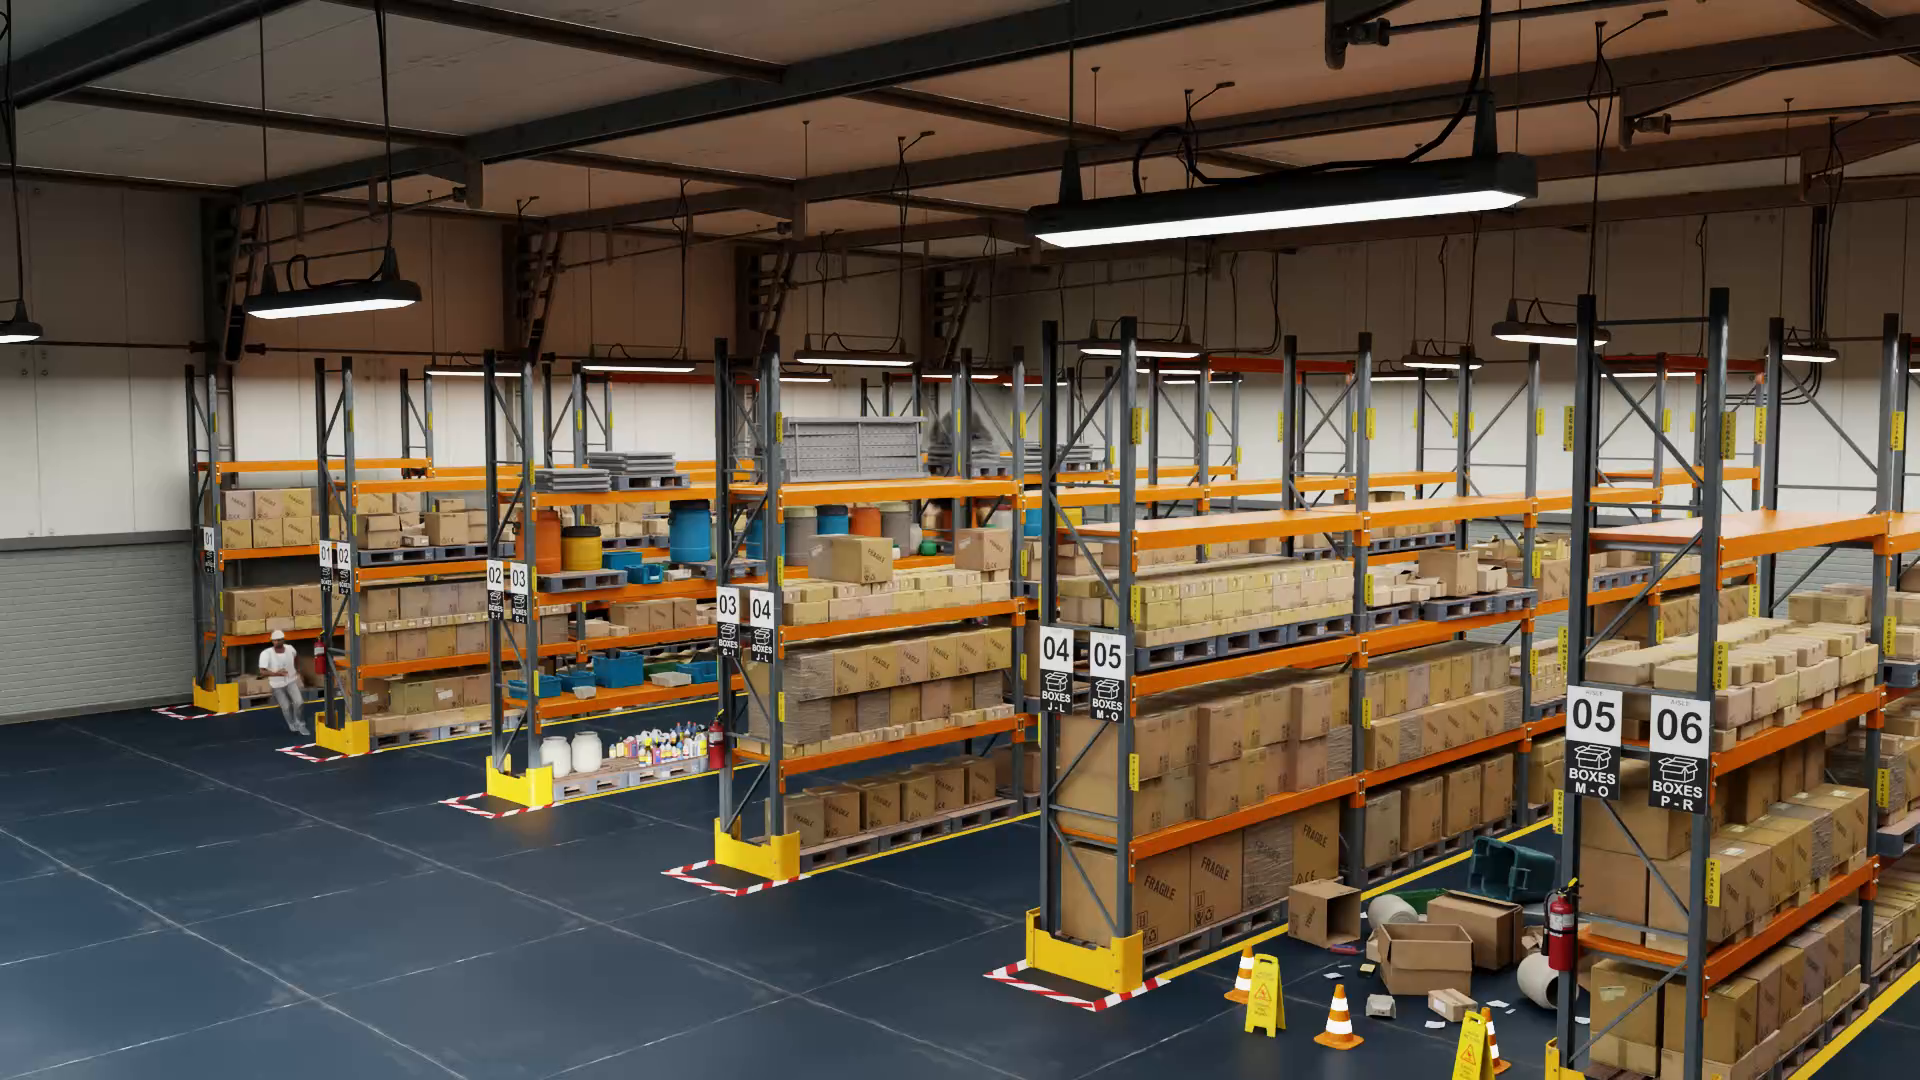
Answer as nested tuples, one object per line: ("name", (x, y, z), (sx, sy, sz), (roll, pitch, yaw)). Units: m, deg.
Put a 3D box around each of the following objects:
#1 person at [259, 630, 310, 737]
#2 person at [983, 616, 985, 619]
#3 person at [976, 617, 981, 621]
("person", (-10.763, 2.284, 26.432), (0.742, 1.742, 0.709), (-3, 5, -33))
("person", (0.733, 1.962, 31.212), (0.691, 1.634, 0.867), (2, 5, 24))
("person", (0.436, 1.842, 32.511), (0.560, 1.688, 0.688), (3, 5, 35))
